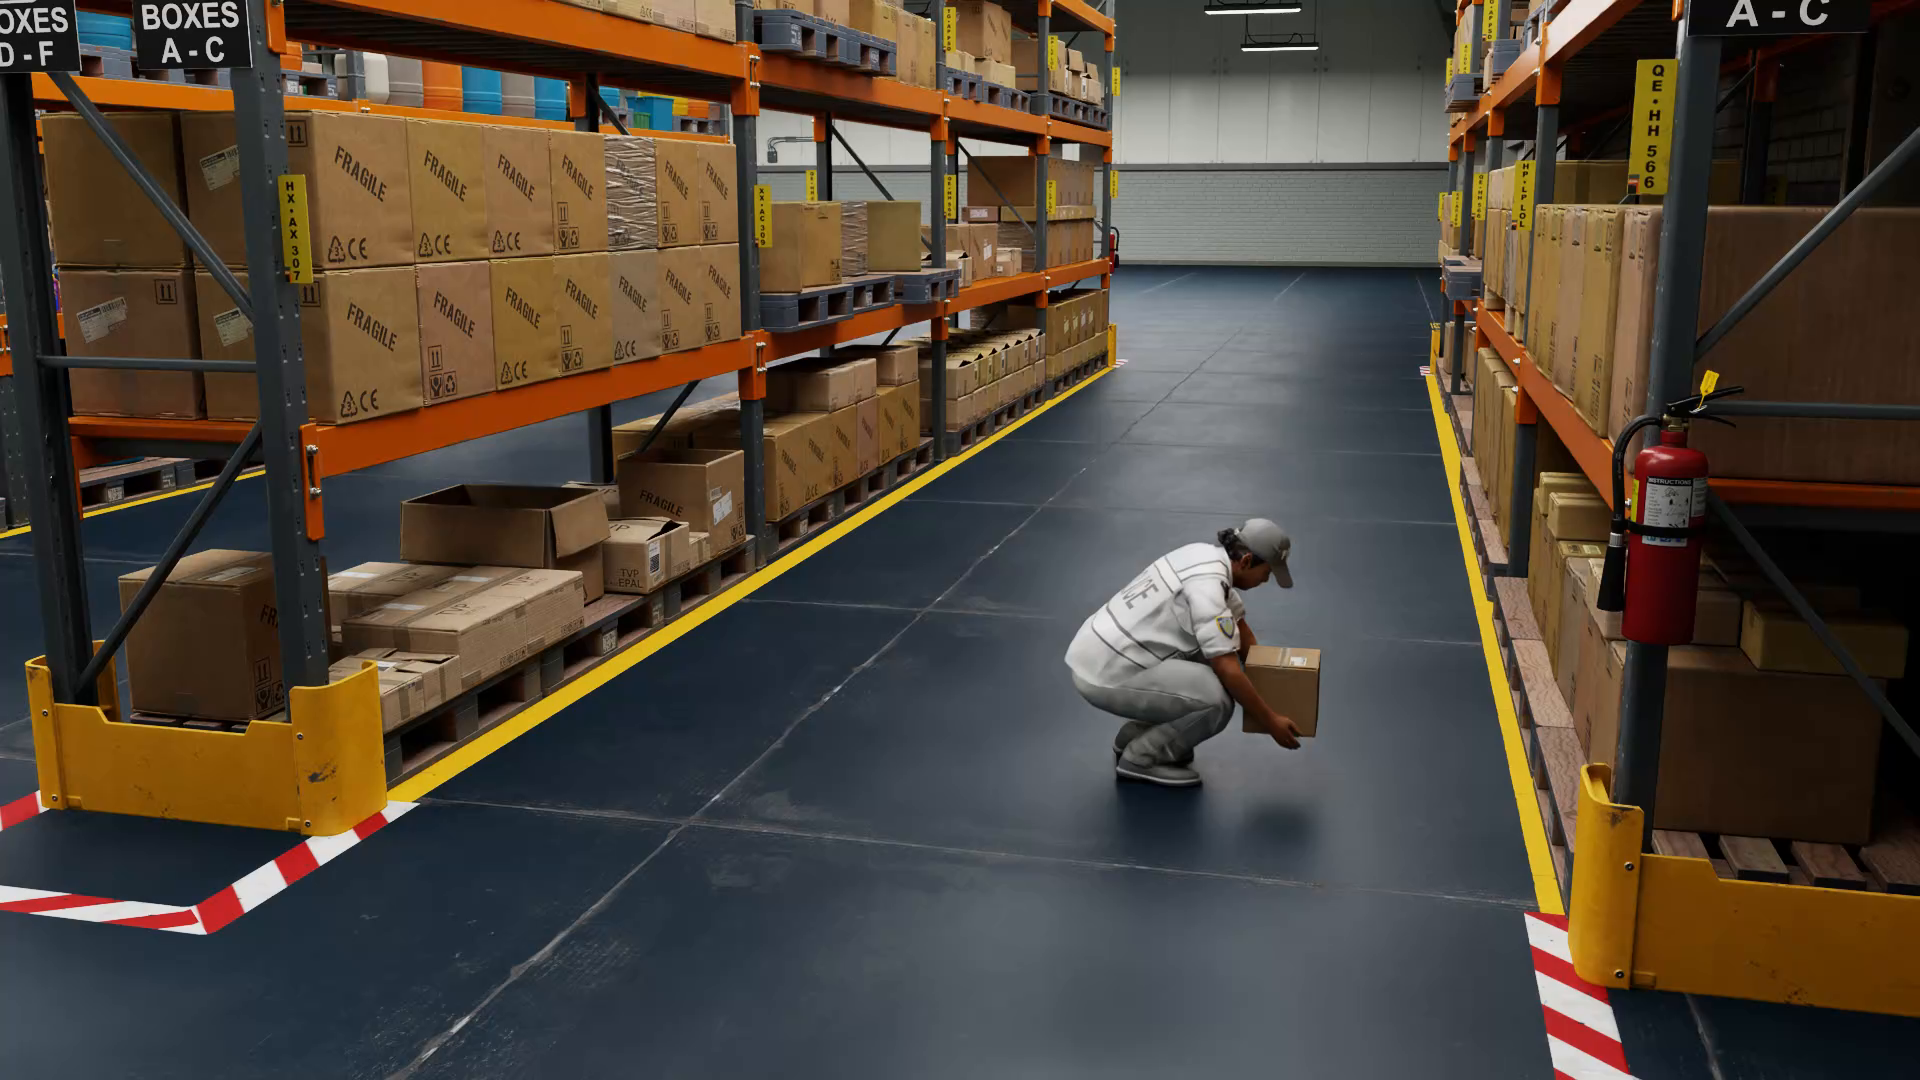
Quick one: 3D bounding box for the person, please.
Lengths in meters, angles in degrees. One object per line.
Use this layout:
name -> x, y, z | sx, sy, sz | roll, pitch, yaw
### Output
person -> 0.805, 0.382, 5.929 | 0.846, 0.938, 0.526 | 3, 12, 14
